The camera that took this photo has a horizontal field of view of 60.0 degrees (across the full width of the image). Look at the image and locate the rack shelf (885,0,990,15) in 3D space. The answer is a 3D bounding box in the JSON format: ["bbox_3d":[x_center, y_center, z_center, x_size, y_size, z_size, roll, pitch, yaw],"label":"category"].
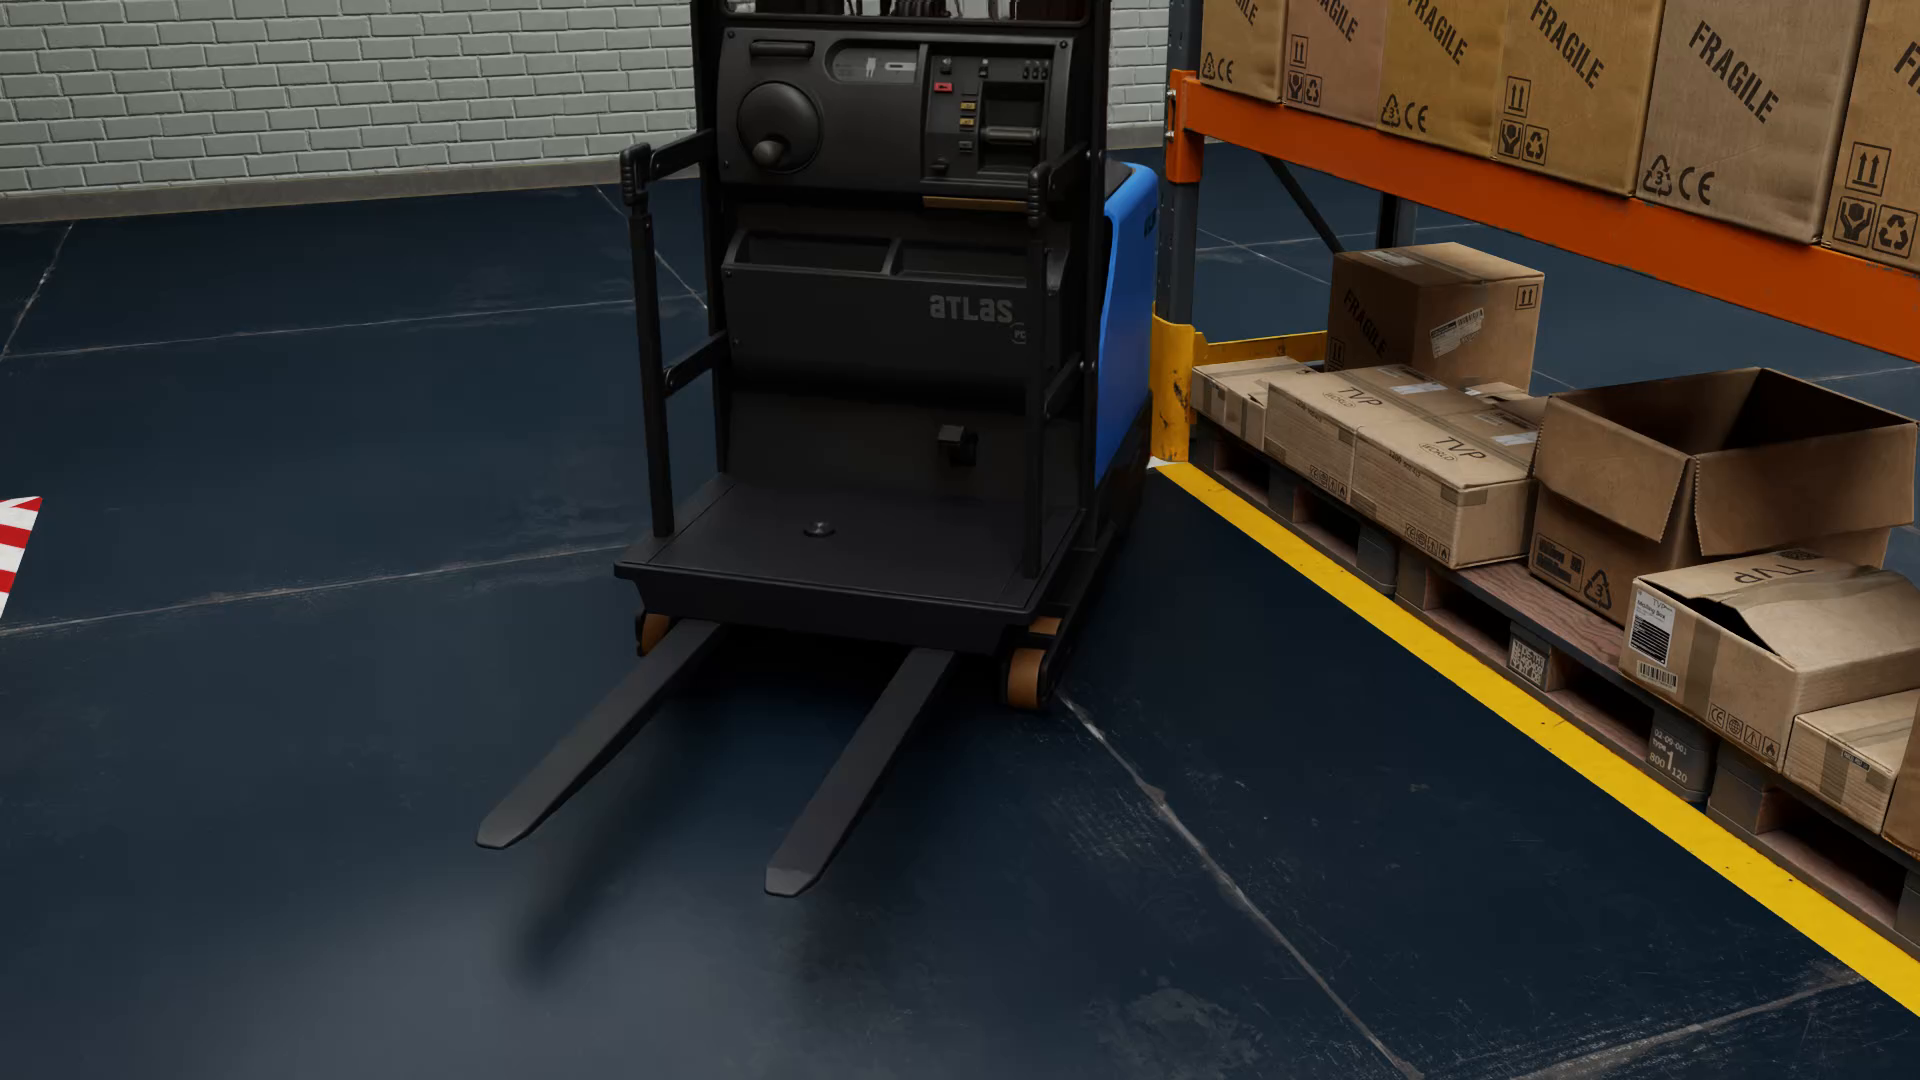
[{"bbox_3d":[-0.186,-2.065,5.679,0.480,0.518,0.431,16,28,34],"label":"rack shelf"}]

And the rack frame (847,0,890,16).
[{"bbox_3d":[-0.381,-1.490,6.081,0.015,2.100,0.400,16,28,34],"label":"rack frame"}]

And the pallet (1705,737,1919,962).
[{"bbox_3d":[2.362,0.669,3.392,1.003,0.211,1.213,-8,24,-19],"label":"pallet"}]

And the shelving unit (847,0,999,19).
[{"bbox_3d":[-0.186,-1.433,5.946,0.503,2.100,0.431,16,28,34],"label":"shelving unit"}]

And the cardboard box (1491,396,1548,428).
[{"bbox_3d":[1.920,-0.243,4.937,0.500,0.250,0.500,-8,24,-19],"label":"cardboard box"}]

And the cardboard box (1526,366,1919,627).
[{"bbox_3d":[1.935,-0.101,4.275,0.797,0.503,0.637,-8,24,-19],"label":"cardboard box"}]

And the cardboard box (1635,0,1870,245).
[{"bbox_3d":[1.820,-0.933,3.472,0.500,0.500,0.500,-8,24,-18],"label":"cardboard box"}]

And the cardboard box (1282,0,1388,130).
[{"bbox_3d":[1.288,-1.482,4.775,0.500,0.500,0.500,-9,24,-20],"label":"cardboard box"}]

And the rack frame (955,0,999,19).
[{"bbox_3d":[0.009,-1.376,5.811,0.015,2.100,0.400,16,28,34],"label":"rack frame"}]

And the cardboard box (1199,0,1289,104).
[{"bbox_3d":[1.100,-1.669,5.218,0.500,0.500,0.500,-8,24,-18],"label":"cardboard box"}]

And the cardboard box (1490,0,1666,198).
[{"bbox_3d":[1.637,-1.117,3.910,0.500,0.500,0.500,-8,24,-18],"label":"cardboard box"}]

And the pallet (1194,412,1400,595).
[{"bbox_3d":[1.500,-0.218,5.495,1.003,0.211,1.213,-8,24,-19],"label":"pallet"}]

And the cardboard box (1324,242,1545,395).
[{"bbox_3d":[1.613,-0.707,5.717,0.500,0.500,0.500,-8,24,-19],"label":"cardboard box"}]

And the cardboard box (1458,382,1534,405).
[{"bbox_3d":[1.672,-0.394,5.404,0.380,0.166,0.250,-8,24,-19],"label":"cardboard box"}]

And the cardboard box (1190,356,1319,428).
[{"bbox_3d":[1.017,-0.510,5.701,0.380,0.149,0.250,-8,24,-19],"label":"cardboard box"}]

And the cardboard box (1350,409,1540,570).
[{"bbox_3d":[1.470,-0.156,4.731,0.500,0.250,0.500,-8,24,-19],"label":"cardboard box"}]

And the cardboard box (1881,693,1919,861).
[{"bbox_3d":[2.137,0.414,3.057,0.500,0.500,0.500,-8,24,-19],"label":"cardboard box"}]

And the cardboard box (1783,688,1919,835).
[{"bbox_3d":[1.948,0.448,3.428,0.380,0.149,0.250,-8,24,-19],"label":"cardboard box"}]

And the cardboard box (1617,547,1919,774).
[{"bbox_3d":[1.872,0.229,3.740,0.500,0.311,0.500,-8,24,-19],"label":"cardboard box"}]

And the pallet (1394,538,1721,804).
[{"bbox_3d":[1.927,0.225,4.445,1.003,0.211,1.213,-8,24,-19],"label":"pallet"}]

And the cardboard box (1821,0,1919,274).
[{"bbox_3d":[2.003,-0.746,3.030,0.500,0.500,0.500,-8,24,-17],"label":"cardboard box"}]

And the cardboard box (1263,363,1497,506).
[{"bbox_3d":[1.294,-0.337,5.162,0.500,0.250,0.500,-8,24,-19],"label":"cardboard box"}]

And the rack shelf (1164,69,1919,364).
[{"bbox_3d":[1.897,-0.762,4.122,1.077,0.370,4.000,-8,24,-19],"label":"rack shelf"}]

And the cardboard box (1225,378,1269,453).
[{"bbox_3d":[1.105,-0.427,5.482,0.380,0.166,0.250,-8,24,-19],"label":"cardboard box"}]

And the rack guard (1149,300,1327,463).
[{"bbox_3d":[1.217,-0.640,6.126,1.175,0.500,0.348,-8,24,-19],"label":"rack guard"}]

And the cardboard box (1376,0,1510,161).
[{"bbox_3d":[1.462,-1.299,4.341,0.500,0.500,0.500,-8,24,-19],"label":"cardboard box"}]

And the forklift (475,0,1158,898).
[{"bbox_3d":[-0.230,-1.082,4.043,1.130,2.935,3.031,6,24,14],"label":"forklift"}]

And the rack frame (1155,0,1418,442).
[{"bbox_3d":[1.190,-1.820,5.706,1.000,3.000,0.127,-8,24,-19],"label":"rack frame"}]
